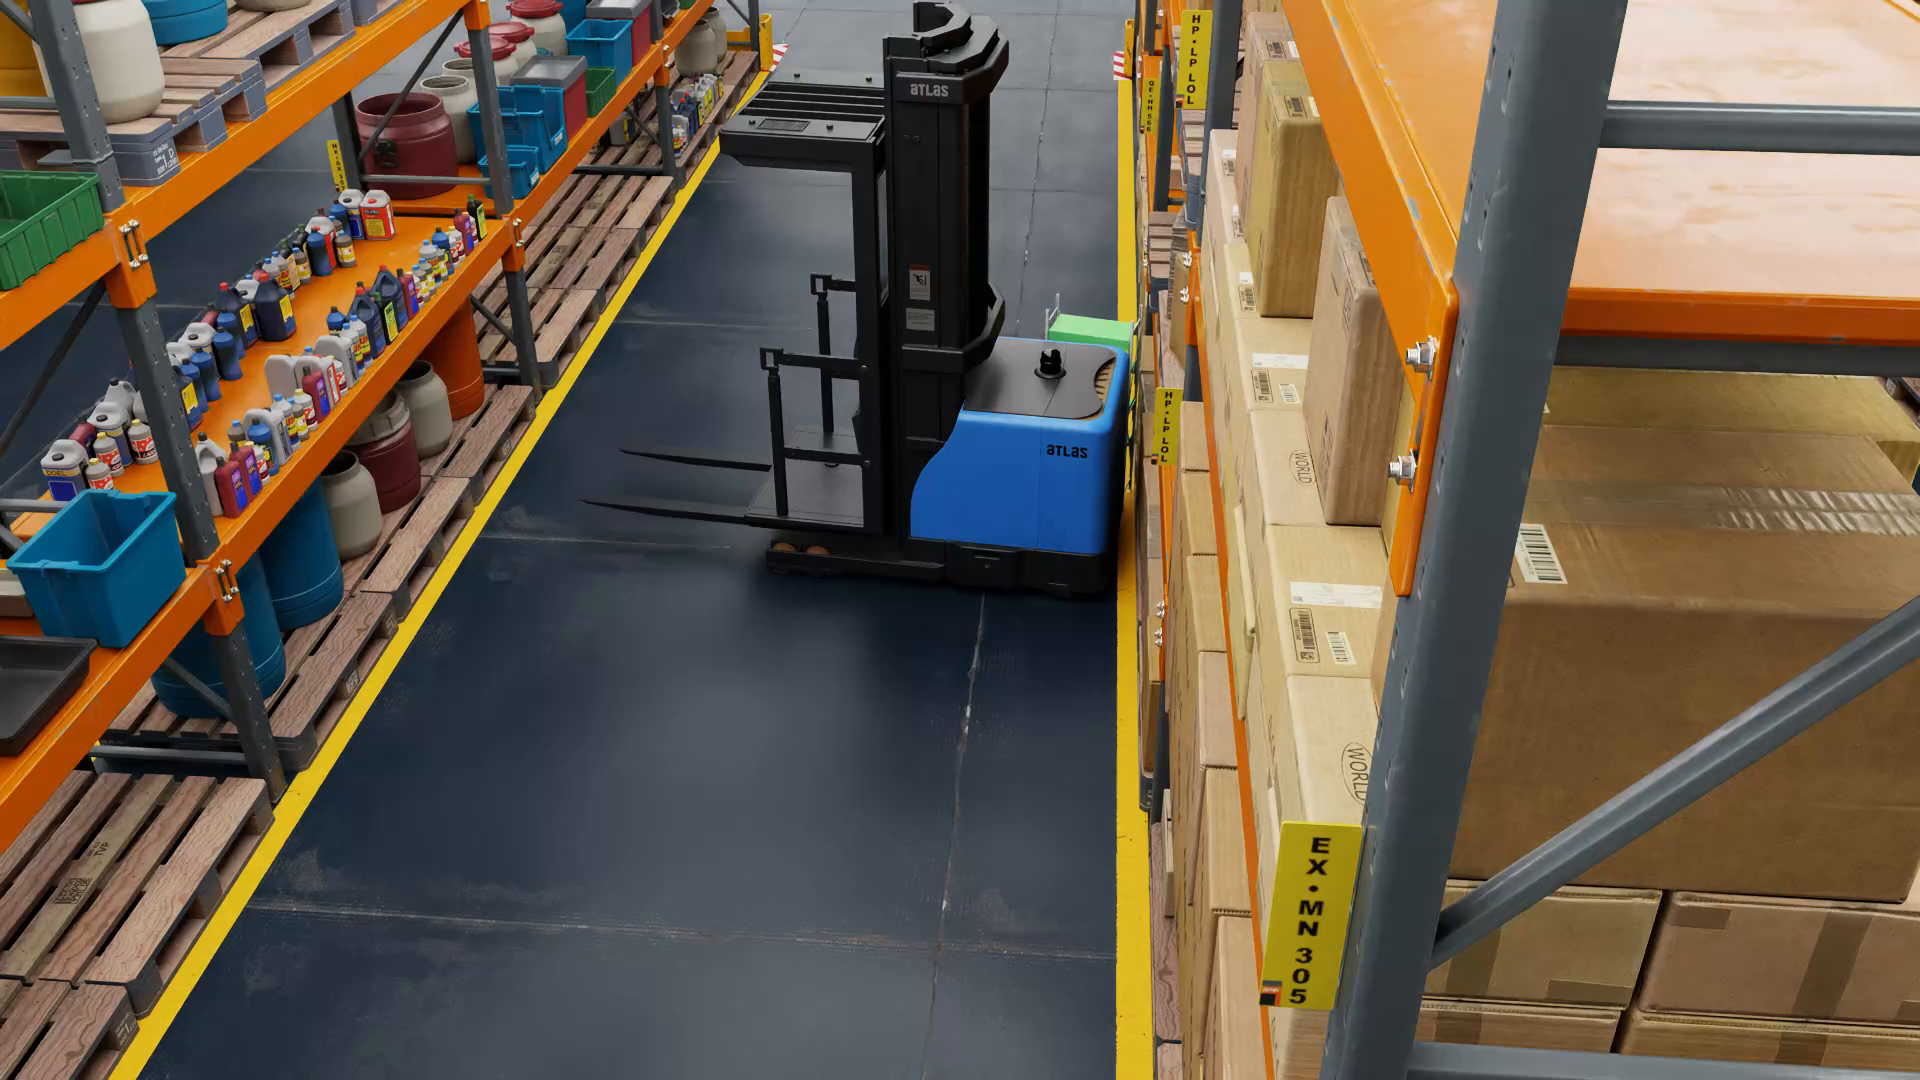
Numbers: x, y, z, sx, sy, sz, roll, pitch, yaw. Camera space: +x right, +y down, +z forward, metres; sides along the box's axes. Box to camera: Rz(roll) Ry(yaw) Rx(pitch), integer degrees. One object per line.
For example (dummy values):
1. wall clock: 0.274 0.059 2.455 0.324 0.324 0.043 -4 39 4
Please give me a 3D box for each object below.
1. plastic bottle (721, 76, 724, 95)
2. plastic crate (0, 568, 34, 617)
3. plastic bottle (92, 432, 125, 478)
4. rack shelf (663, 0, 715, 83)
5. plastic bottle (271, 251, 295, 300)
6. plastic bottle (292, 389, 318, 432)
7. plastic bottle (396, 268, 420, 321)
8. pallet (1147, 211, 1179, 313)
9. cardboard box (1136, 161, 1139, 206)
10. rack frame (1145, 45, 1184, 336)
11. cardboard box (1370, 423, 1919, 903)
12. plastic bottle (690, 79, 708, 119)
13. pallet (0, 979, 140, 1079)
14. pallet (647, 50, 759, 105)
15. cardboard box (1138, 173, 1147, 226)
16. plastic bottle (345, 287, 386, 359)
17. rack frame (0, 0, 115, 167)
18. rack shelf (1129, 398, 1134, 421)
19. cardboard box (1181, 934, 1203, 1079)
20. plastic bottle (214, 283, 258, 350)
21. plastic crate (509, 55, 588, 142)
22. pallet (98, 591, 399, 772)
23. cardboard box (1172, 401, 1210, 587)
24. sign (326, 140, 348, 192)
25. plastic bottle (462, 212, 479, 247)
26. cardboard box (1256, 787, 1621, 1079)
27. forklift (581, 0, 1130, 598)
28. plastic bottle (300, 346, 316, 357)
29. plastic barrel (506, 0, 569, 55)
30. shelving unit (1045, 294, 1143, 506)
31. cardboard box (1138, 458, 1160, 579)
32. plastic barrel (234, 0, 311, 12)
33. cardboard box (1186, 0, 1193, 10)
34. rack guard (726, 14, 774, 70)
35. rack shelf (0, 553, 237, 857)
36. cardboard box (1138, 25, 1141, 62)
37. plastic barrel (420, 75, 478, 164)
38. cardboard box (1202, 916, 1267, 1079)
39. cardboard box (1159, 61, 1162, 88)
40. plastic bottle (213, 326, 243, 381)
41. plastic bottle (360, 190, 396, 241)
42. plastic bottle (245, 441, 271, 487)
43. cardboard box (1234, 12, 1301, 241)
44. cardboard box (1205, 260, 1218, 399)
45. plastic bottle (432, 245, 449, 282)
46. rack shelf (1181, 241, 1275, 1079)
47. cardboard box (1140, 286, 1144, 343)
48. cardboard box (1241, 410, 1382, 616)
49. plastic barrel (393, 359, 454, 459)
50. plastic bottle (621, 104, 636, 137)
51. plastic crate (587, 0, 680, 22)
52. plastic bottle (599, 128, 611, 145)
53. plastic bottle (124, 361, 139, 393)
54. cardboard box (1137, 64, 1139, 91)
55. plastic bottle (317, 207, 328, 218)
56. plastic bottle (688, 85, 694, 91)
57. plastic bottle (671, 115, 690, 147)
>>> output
1. plastic bottle: -2.341 -4.415 16.083 0.097 0.201 0.097 0 32 0
2. plastic crate: -3.785 0.201 6.540 0.396 0.136 0.243 2 32 4
3. plastic bottle: -3.842 -0.388 7.489 0.097 0.201 0.097 0 32 0
4. rack shelf: -2.791 -5.046 15.545 1.077 0.370 4.000 2 32 4
5. plastic bottle: -3.741 -1.456 9.156 0.097 0.271 0.097 0 32 0
6. plastic bottle: -3.105 -0.617 7.862 0.097 0.201 0.097 0 32 0
7. plastic bottle: -2.980 -1.338 8.953 0.061 0.283 0.133 2 32 4
8. pallet: 1.672 -1.562 9.389 1.213 0.211 1.003 2 32 4
9. cardboard box: 1.703 -2.901 13.599 0.500 0.250 0.500 2 32 3
10. rack frame: 1.657 -2.001 9.919 1.000 3.000 0.127 2 32 4
11. cardboard box: 1.031 0.167 2.492 0.700 0.500 0.500 2 32 4
12. plastic bottle: -2.424 -4.091 15.416 0.144 0.351 0.185 2 32 4
13. pallet: -3.723 2.090 5.938 1.003 0.211 1.213 2 32 4
14. pallet: -2.659 -4.745 17.028 1.003 0.211 1.213 2 32 4
15. cardboard box: 1.614 -2.602 12.580 0.500 0.311 0.500 1 32 2
16. plastic bottle: -3.061 -1.119 8.533 0.144 0.351 0.185 2 32 4
17. rack frame: -3.605 -2.677 5.297 1.000 3.000 0.127 2 32 4
18. rack shelf: 0.759 -0.745 9.717 0.480 0.148 0.258 10 33 15
19. cardboard box: 0.856 1.361 4.367 0.500 0.500 0.500 3 32 4
20. plastic bottle: -3.767 -1.173 8.621 0.144 0.351 0.185 2 32 4
21. plastic crate: -2.843 -3.074 11.598 0.402 0.464 0.583 2 32 4
22. pallet: -3.501 0.662 8.255 1.003 0.211 1.213 2 32 4
23. cardboard box: 1.013 -0.144 5.856 0.500 0.500 0.500 3 32 5
24. sign: -3.828 -2.304 10.255 0.100 0.325 0.005 2 32 4
25. plastic bottle: -2.915 -1.841 9.848 0.097 0.201 0.097 0 32 0
26. cardboard box: 0.785 0.689 2.837 0.500 0.250 0.500 2 32 4
27. forklift: -0.615 -1.310 8.861 3.031 2.935 1.130 6 32 9
28. plastic bottle: -3.219 -0.866 8.265 0.097 0.201 0.097 0 32 0
29. plastic barrel: -3.250 -3.873 12.827 0.433 0.535 0.433 0 32 0
30. shelving unit: 0.759 -0.799 9.683 0.503 1.200 0.258 10 33 15
31. cardboard box: 1.215 -0.090 8.780 0.500 0.500 0.500 1 32 2
32. plastic barrel: -3.274 -2.795 7.818 0.433 0.535 0.433 0 32 0
33. cardboard box: 1.614 -2.825 8.300 0.910 0.500 0.500 2 32 4
34. rack guard: -2.587 -5.292 17.641 1.175 0.500 0.348 2 32 4
35. rack shelf: -3.768 1.229 5.363 1.077 0.370 4.000 2 32 4
36. cardboard box: 2.004 -4.980 16.257 0.500 0.500 0.500 2 32 4
37. plastic barrel: -3.409 -2.810 11.124 0.421 0.512 0.421 0 32 0
38. cardboard box: 0.808 1.205 3.668 0.500 0.500 0.500 3 32 5
39. cardboard box: 1.707 -3.531 12.641 0.380 0.149 0.250 2 32 4
40. plastic bottle: -3.669 -0.939 8.318 0.097 0.271 0.097 0 32 0
41. plastic bottle: -3.485 -1.943 9.943 0.152 0.276 0.135 2 32 4
42. plastic bottle: -3.148 -0.343 7.417 0.097 0.201 0.097 0 32 0
43. cardboard box: 1.148 -1.144 4.620 0.700 0.500 0.500 2 32 4
44. cardboard box: 1.001 -0.618 4.958 0.500 0.250 0.500 2 32 4
45. plastic bottle: -2.957 -1.568 9.404 0.097 0.201 0.097 0 32 0
46. rack shelf: 1.169 0.165 4.230 1.077 0.370 4.000 2 32 4
47. cardboard box: 1.495 -1.565 11.431 0.500 0.250 0.500 2 32 3
48. cardboard box: 0.878 -0.046 3.554 0.500 0.250 0.500 2 32 4
49. plastic barrel: -3.259 -0.779 9.906 0.421 0.512 0.421 0 32 0
50. plastic bottle: -3.023 -3.791 14.999 0.152 0.276 0.135 2 32 4
51. plastic crate: -2.784 -4.548 14.111 0.767 0.338 0.504 2 32 4
52. plastic bottle: -3.189 -3.715 14.805 0.144 0.351 0.185 2 32 3
53. plastic bottle: -3.841 -0.694 7.844 0.144 0.351 0.185 2 32 4
54. cardboard box: 1.965 -4.399 16.030 0.500 0.250 0.500 2 32 4
55. plastic bottle: -3.709 -1.783 9.675 0.061 0.283 0.133 2 32 4
56. plastic bottle: -2.526 -4.207 15.746 0.097 0.201 0.097 0 32 0
57. plastic bottle: -2.492 -3.652 14.775 0.152 0.276 0.135 4 32 6
